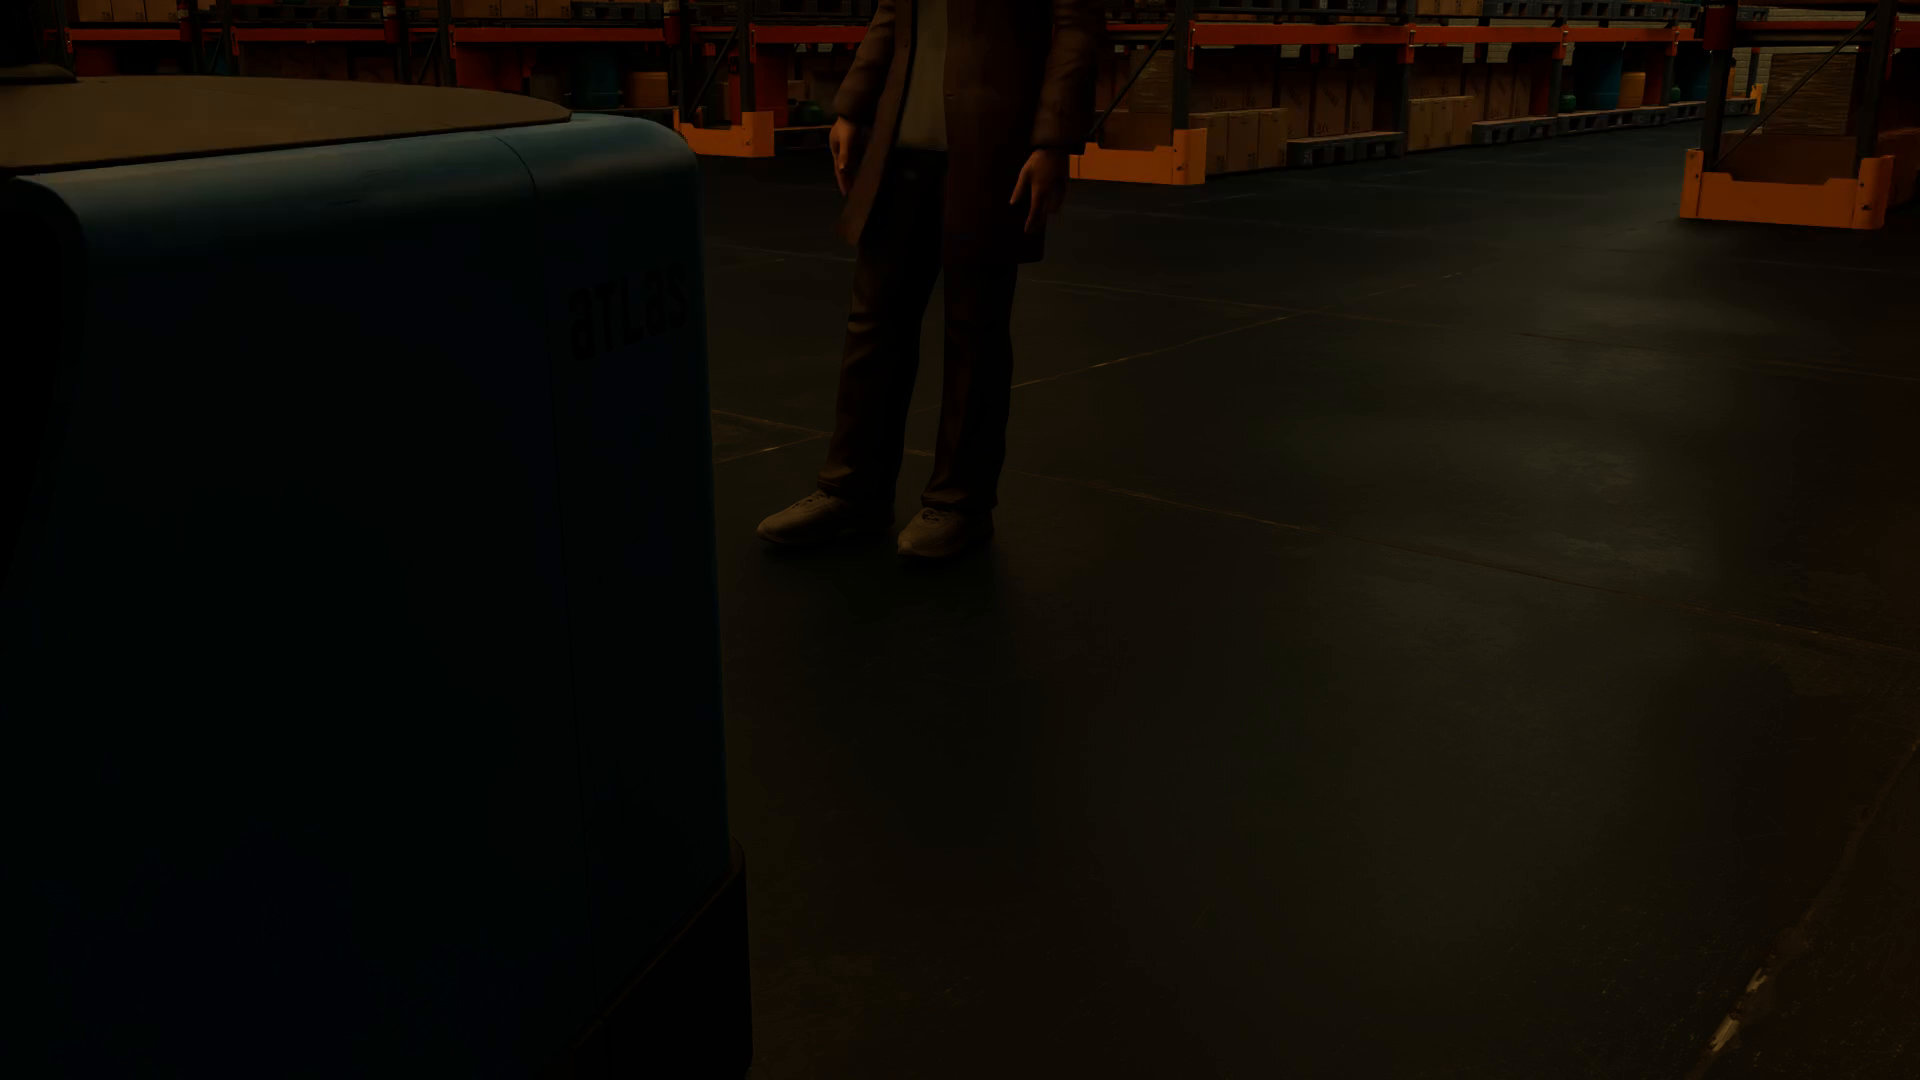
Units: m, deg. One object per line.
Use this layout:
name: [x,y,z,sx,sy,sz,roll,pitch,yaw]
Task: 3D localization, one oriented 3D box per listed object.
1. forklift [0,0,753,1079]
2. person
forklift: [-1.156,-0.411,0.252,1.130,2.935,3.031,5,18,17]
person: [-0.061,-0.838,3.616,0.698,1.778,0.579,13,21,37]
